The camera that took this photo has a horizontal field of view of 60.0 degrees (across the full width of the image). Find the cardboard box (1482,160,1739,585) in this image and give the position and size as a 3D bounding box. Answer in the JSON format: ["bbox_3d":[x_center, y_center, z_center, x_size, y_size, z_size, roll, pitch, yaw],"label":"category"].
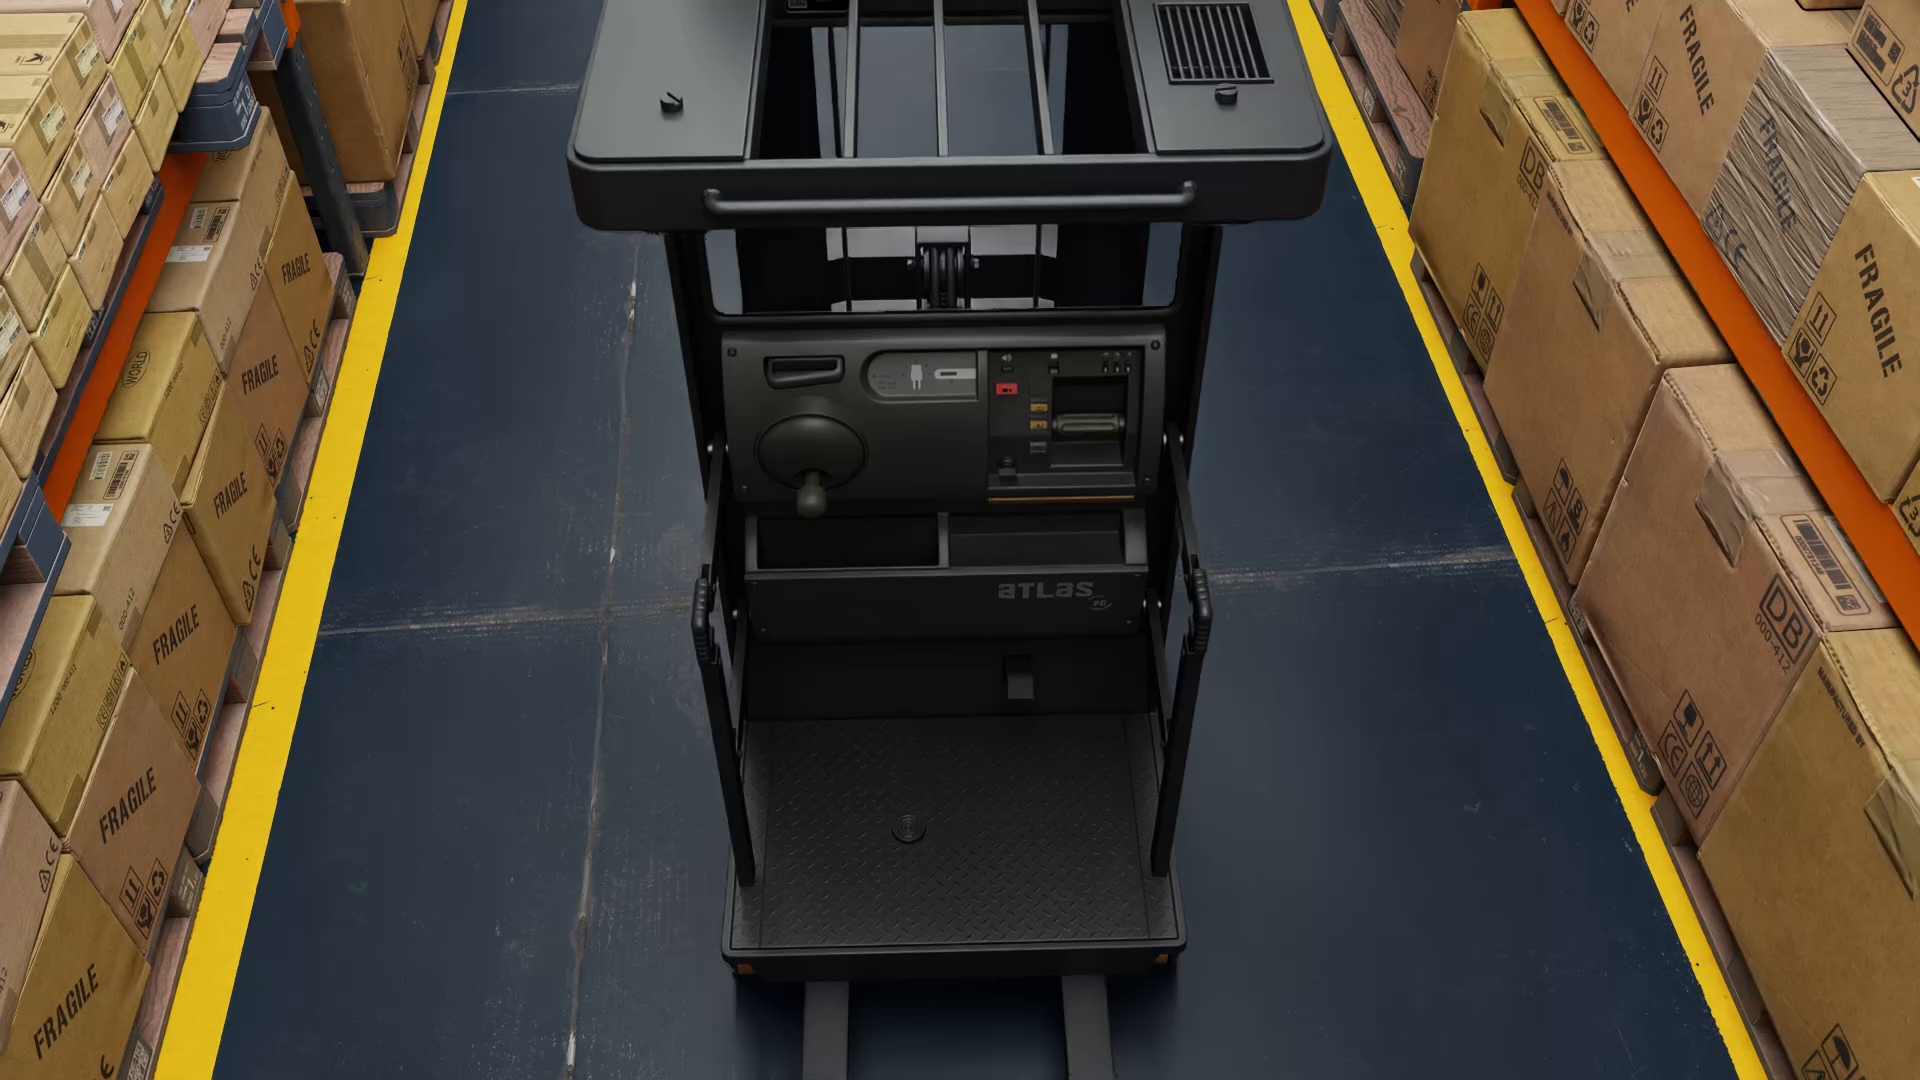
[{"bbox_3d":[2.343,-0.513,4.844,1.225,0.875,0.875,-3,47,-3],"label":"cardboard box"}]

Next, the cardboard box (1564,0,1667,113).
[{"bbox_3d":[2.054,-1.538,4.572,0.500,0.500,0.500,-5,47,-4],"label":"cardboard box"}]

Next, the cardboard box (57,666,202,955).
[{"bbox_3d":[-2.221,0.659,3.992,0.500,0.500,0.500,-2,47,-1],"label":"cardboard box"}]

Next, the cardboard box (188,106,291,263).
[{"bbox_3d":[-2.394,-1.081,5.123,0.500,0.250,0.500,-4,47,-4],"label":"cardboard box"}]

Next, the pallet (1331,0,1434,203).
[{"bbox_3d":[2.175,-1.852,6.858,1.003,0.211,1.213,-3,47,-3],"label":"pallet"}]

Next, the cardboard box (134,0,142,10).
[{"bbox_3d":[-2.148,-1.388,3.973,0.380,0.149,0.250,-2,47,-2],"label":"cardboard box"}]

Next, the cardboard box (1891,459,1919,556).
[{"bbox_3d":[2.228,-0.066,3.177,0.500,0.500,0.500,-2,47,-2],"label":"cardboard box"}]

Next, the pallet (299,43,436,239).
[{"bbox_3d":[-2.703,-1.633,6.651,1.003,0.211,1.213,-3,47,-3],"label":"pallet"}]

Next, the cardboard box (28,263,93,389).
[{"bbox_3d":[-2.067,-0.438,3.483,0.380,0.149,0.250,-4,47,-4],"label":"cardboard box"}]

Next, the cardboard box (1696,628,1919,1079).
[{"bbox_3d":[2.500,0.773,3.626,1.225,0.875,0.875,-3,47,-3],"label":"cardboard box"}]

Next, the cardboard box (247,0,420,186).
[{"bbox_3d":[-2.673,-1.834,6.181,1.050,0.750,0.750,-4,47,-4],"label":"cardboard box"}]

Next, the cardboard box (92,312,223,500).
[{"bbox_3d":[-2.314,-0.347,4.429,0.500,0.250,0.500,-2,47,-2],"label":"cardboard box"}]

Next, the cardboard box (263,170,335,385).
[{"bbox_3d":[-2.397,-0.841,5.413,0.500,0.500,0.500,-4,47,-3],"label":"cardboard box"}]

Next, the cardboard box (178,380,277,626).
[{"bbox_3d":[-2.296,-0.084,4.696,0.500,0.500,0.500,-5,47,-5],"label":"cardboard box"}]

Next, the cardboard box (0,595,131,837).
[{"bbox_3d":[-2.223,0.399,3.722,0.500,0.250,0.500,-2,47,-2],"label":"cardboard box"}]

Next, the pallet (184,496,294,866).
[{"bbox_3d":[-2.549,0.388,4.737,1.003,0.211,1.213,-3,47,-3],"label":"pallet"}]

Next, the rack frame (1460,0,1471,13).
[{"bbox_3d":[2.239,-2.245,5.310,1.000,3.000,0.127,-3,47,-3],"label":"rack frame"}]

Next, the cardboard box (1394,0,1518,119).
[{"bbox_3d":[2.163,-2.020,6.516,0.700,0.500,0.500,-6,47,-5],"label":"cardboard box"}]

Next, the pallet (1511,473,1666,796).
[{"bbox_3d":[2.329,0.169,4.944,1.003,0.211,1.213,-3,47,-3],"label":"pallet"}]

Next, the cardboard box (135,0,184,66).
[{"bbox_3d":[-2.148,-1.283,4.078,0.380,0.149,0.250,-3,47,-3],"label":"cardboard box"}]

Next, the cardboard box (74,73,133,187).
[{"bbox_3d":[-2.107,-0.914,3.729,0.380,0.149,0.250,-2,47,-2],"label":"cardboard box"}]

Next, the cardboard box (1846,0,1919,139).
[{"bbox_3d":[2.398,-1.138,3.502,0.797,0.503,0.637,-2,47,-2],"label":"cardboard box"}]

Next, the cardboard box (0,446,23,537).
[{"bbox_3d":[-2.018,-0.057,3.122,0.380,0.149,0.250,-3,47,-3],"label":"cardboard box"}]

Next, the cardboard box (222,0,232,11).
[{"bbox_3d":[-2.194,-1.566,4.551,0.380,0.149,0.250,-4,47,-3],"label":"cardboard box"}]

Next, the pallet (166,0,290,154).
[{"bbox_3d":[-2.546,-1.442,4.682,1.213,0.211,1.003,-3,47,-3],"label":"pallet"}]

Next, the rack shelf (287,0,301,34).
[{"bbox_3d":[-2.880,-3.216,6.726,1.077,0.370,4.000,-3,47,-3],"label":"rack shelf"}]

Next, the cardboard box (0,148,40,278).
[{"bbox_3d":[-2.061,-0.634,3.258,0.380,0.149,0.250,-2,47,-2],"label":"cardboard box"}]

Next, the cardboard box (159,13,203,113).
[{"bbox_3d":[-2.155,-1.199,4.204,0.380,0.149,0.250,-4,47,-4],"label":"cardboard box"}]

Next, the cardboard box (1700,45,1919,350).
[{"bbox_3d":[2.140,-0.806,3.879,0.500,0.500,0.500,-3,47,-3],"label":"cardboard box"}]

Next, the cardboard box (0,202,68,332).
[{"bbox_3d":[-2.067,-0.545,3.379,0.380,0.149,0.250,-4,47,-4],"label":"cardboard box"}]

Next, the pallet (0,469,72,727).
[{"bbox_3d":[-2.296,0.381,2.955,1.003,0.211,1.213,-3,47,-3],"label":"pallet"}]

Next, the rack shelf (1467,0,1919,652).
[{"bbox_3d":[2.406,-0.551,4.201,1.077,0.370,4.000,-3,47,-3],"label":"rack shelf"}]

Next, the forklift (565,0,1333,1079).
[{"bbox_3d":[-0.024,-0.155,3.378,1.130,2.935,3.031,-1,47,-1],"label":"forklift"}]

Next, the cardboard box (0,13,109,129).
[{"bbox_3d":[-2.108,-1.017,3.621,0.380,0.149,0.250,-1,47,-1],"label":"cardboard box"}]

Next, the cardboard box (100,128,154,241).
[{"bbox_3d":[-2.111,-0.818,3.842,0.380,0.149,0.250,-2,47,-2],"label":"cardboard box"}]
